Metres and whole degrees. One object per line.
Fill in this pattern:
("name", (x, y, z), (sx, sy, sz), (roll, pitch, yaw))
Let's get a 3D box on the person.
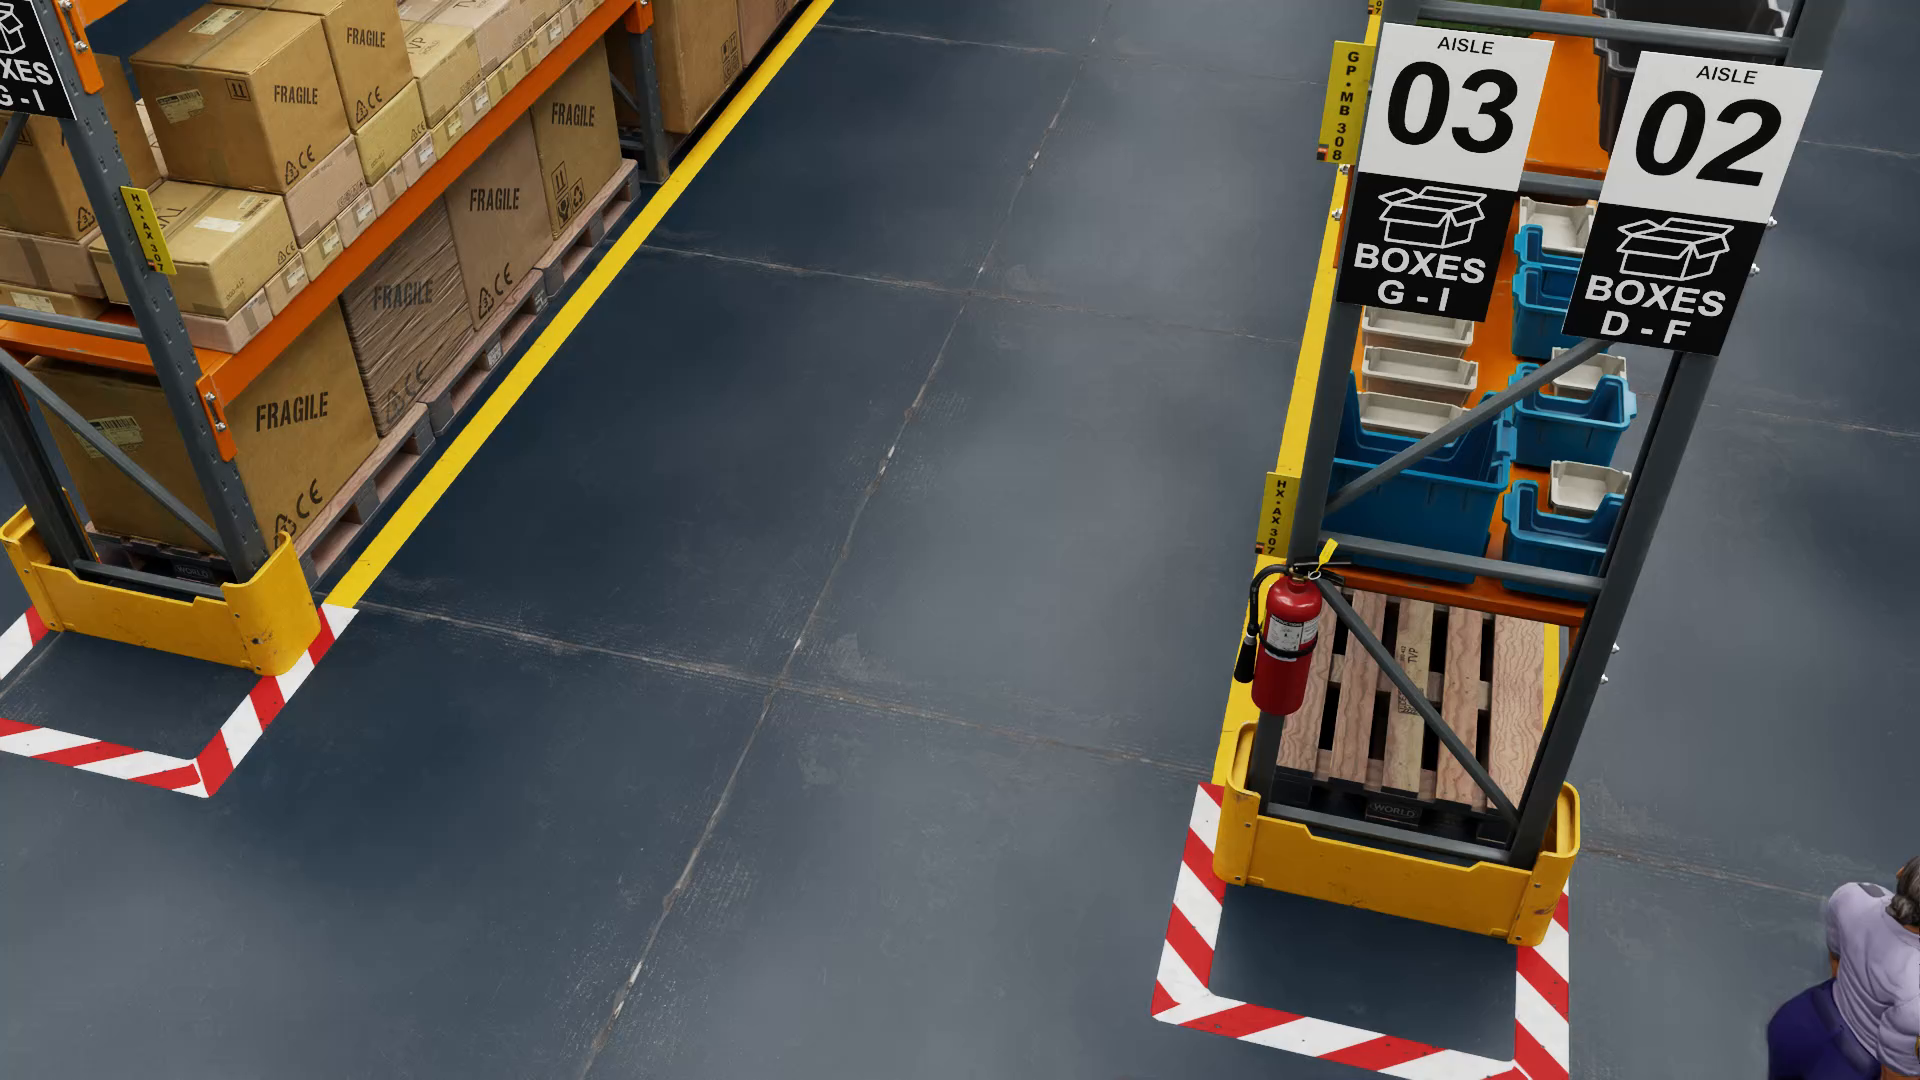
("person", (2.447, 1.466, 4.530), (0.474, 1.704, 0.560), (-5, 42, -6))
